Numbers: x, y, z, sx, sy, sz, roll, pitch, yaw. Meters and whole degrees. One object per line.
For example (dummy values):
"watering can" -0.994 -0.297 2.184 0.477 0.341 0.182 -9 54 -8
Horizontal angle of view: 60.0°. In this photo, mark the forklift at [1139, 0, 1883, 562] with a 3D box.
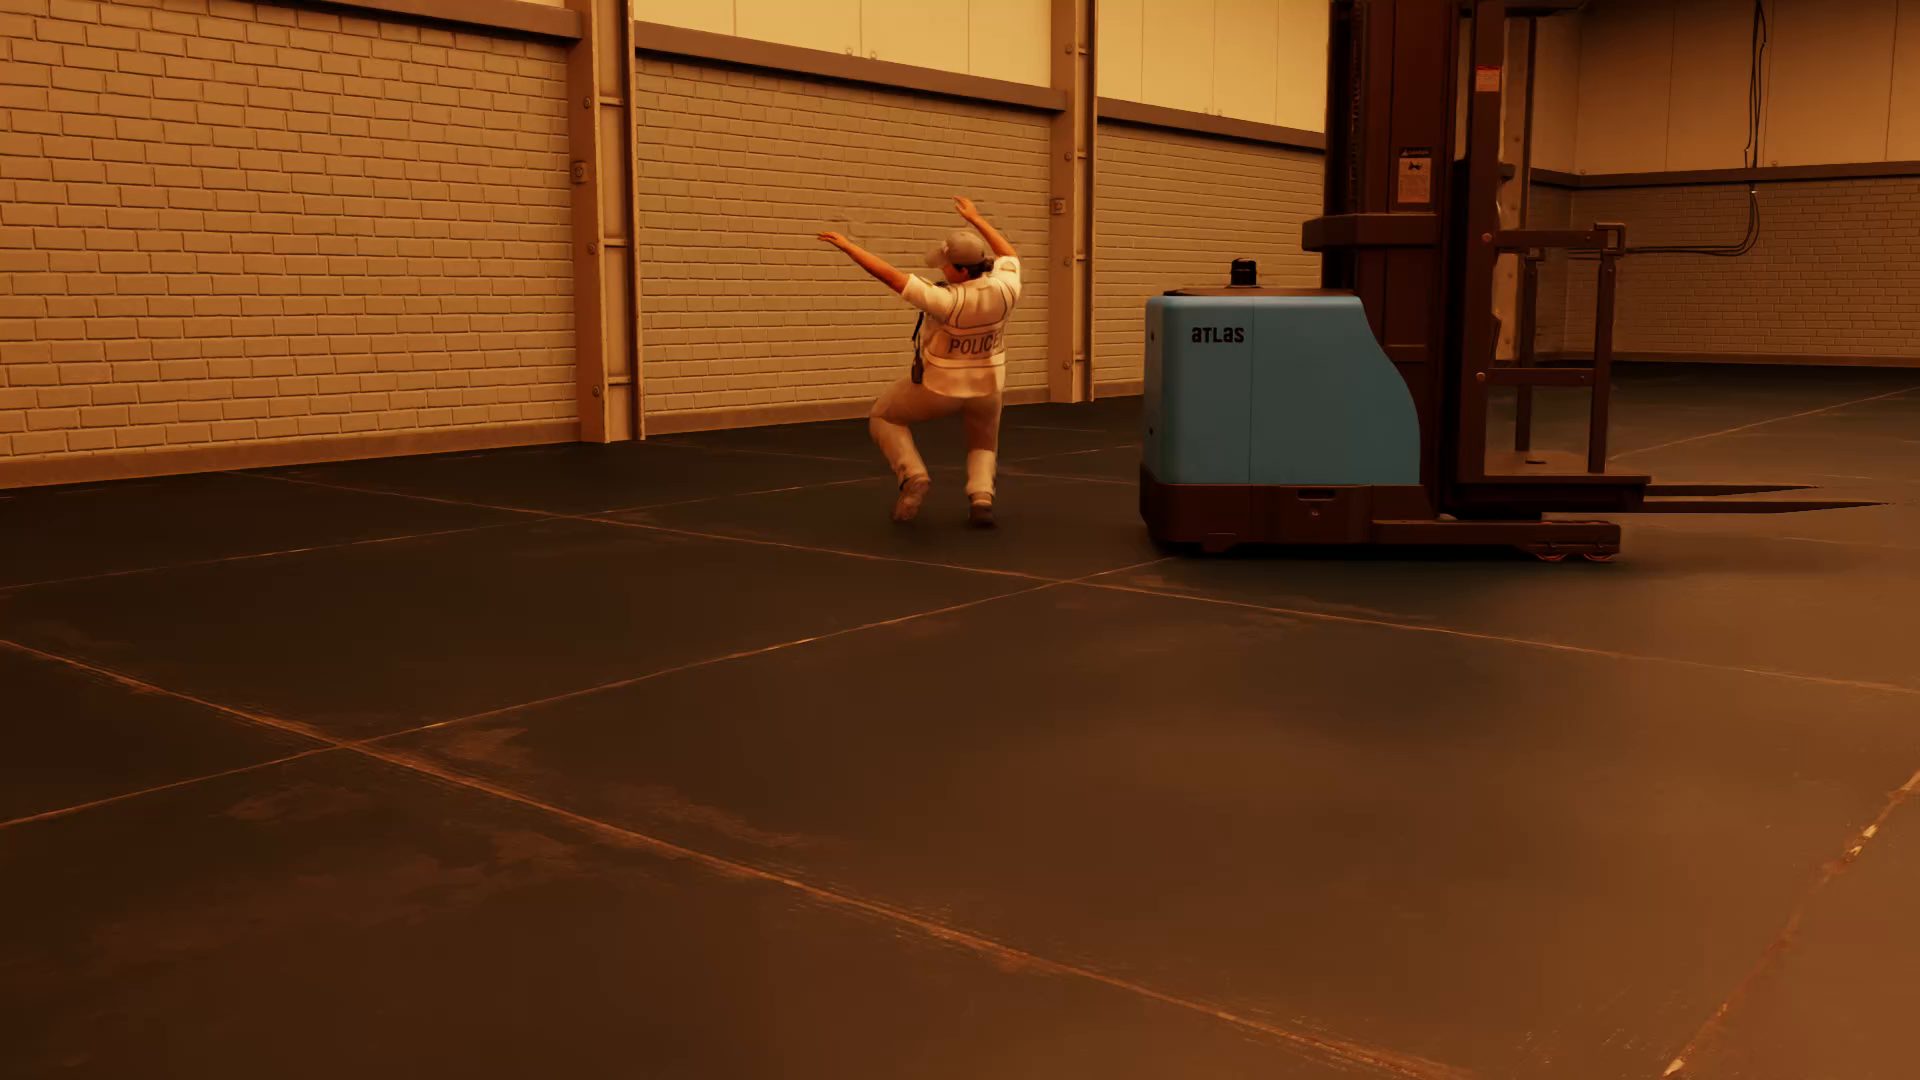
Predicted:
"forklift" 2.342 -1.439 7.114 3.031 2.935 1.130 0 8 2

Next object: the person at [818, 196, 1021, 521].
"person" -0.211 -0.839 7.876 1.011 1.577 0.777 -3 9 -19
